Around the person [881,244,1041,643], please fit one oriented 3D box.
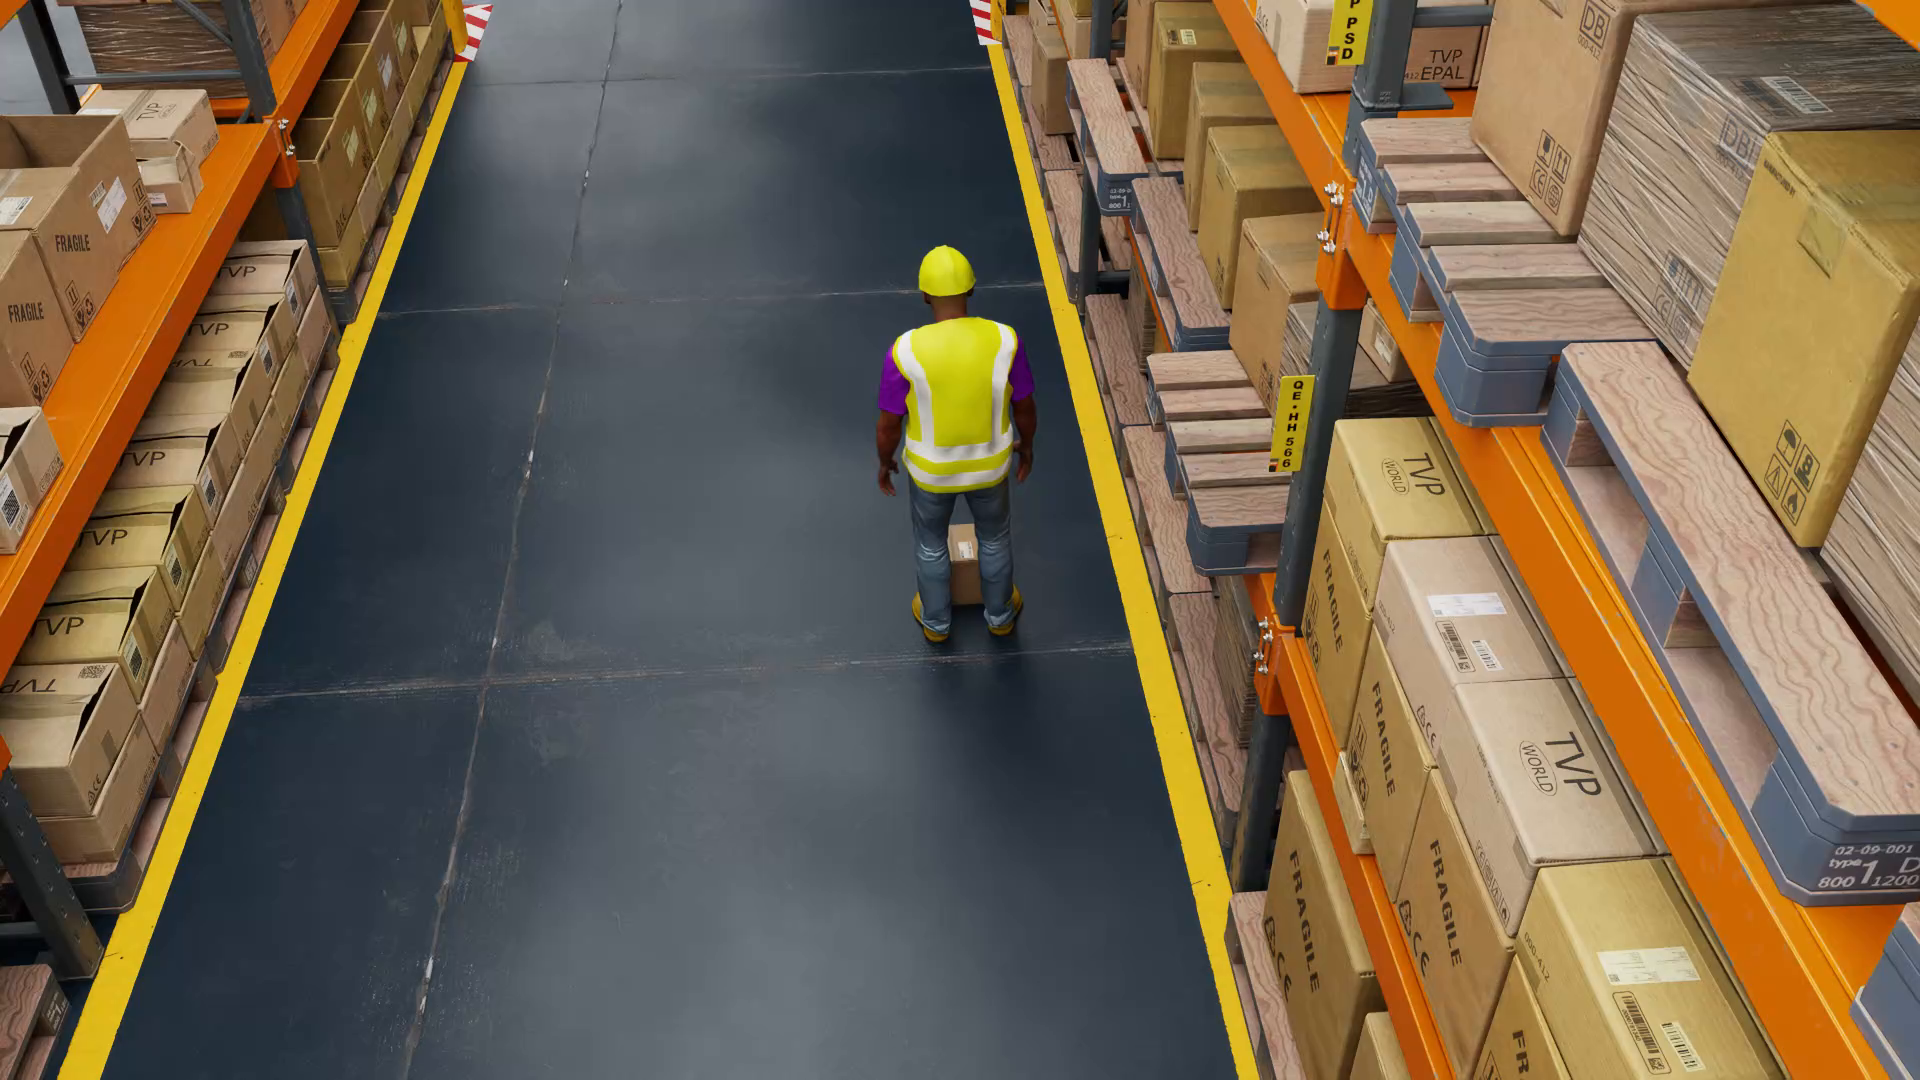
[{"bbox_3d":[0.004,-0.338,6.559,0.628,1.760,0.459,-3,39,-4],"label":"person"}]
